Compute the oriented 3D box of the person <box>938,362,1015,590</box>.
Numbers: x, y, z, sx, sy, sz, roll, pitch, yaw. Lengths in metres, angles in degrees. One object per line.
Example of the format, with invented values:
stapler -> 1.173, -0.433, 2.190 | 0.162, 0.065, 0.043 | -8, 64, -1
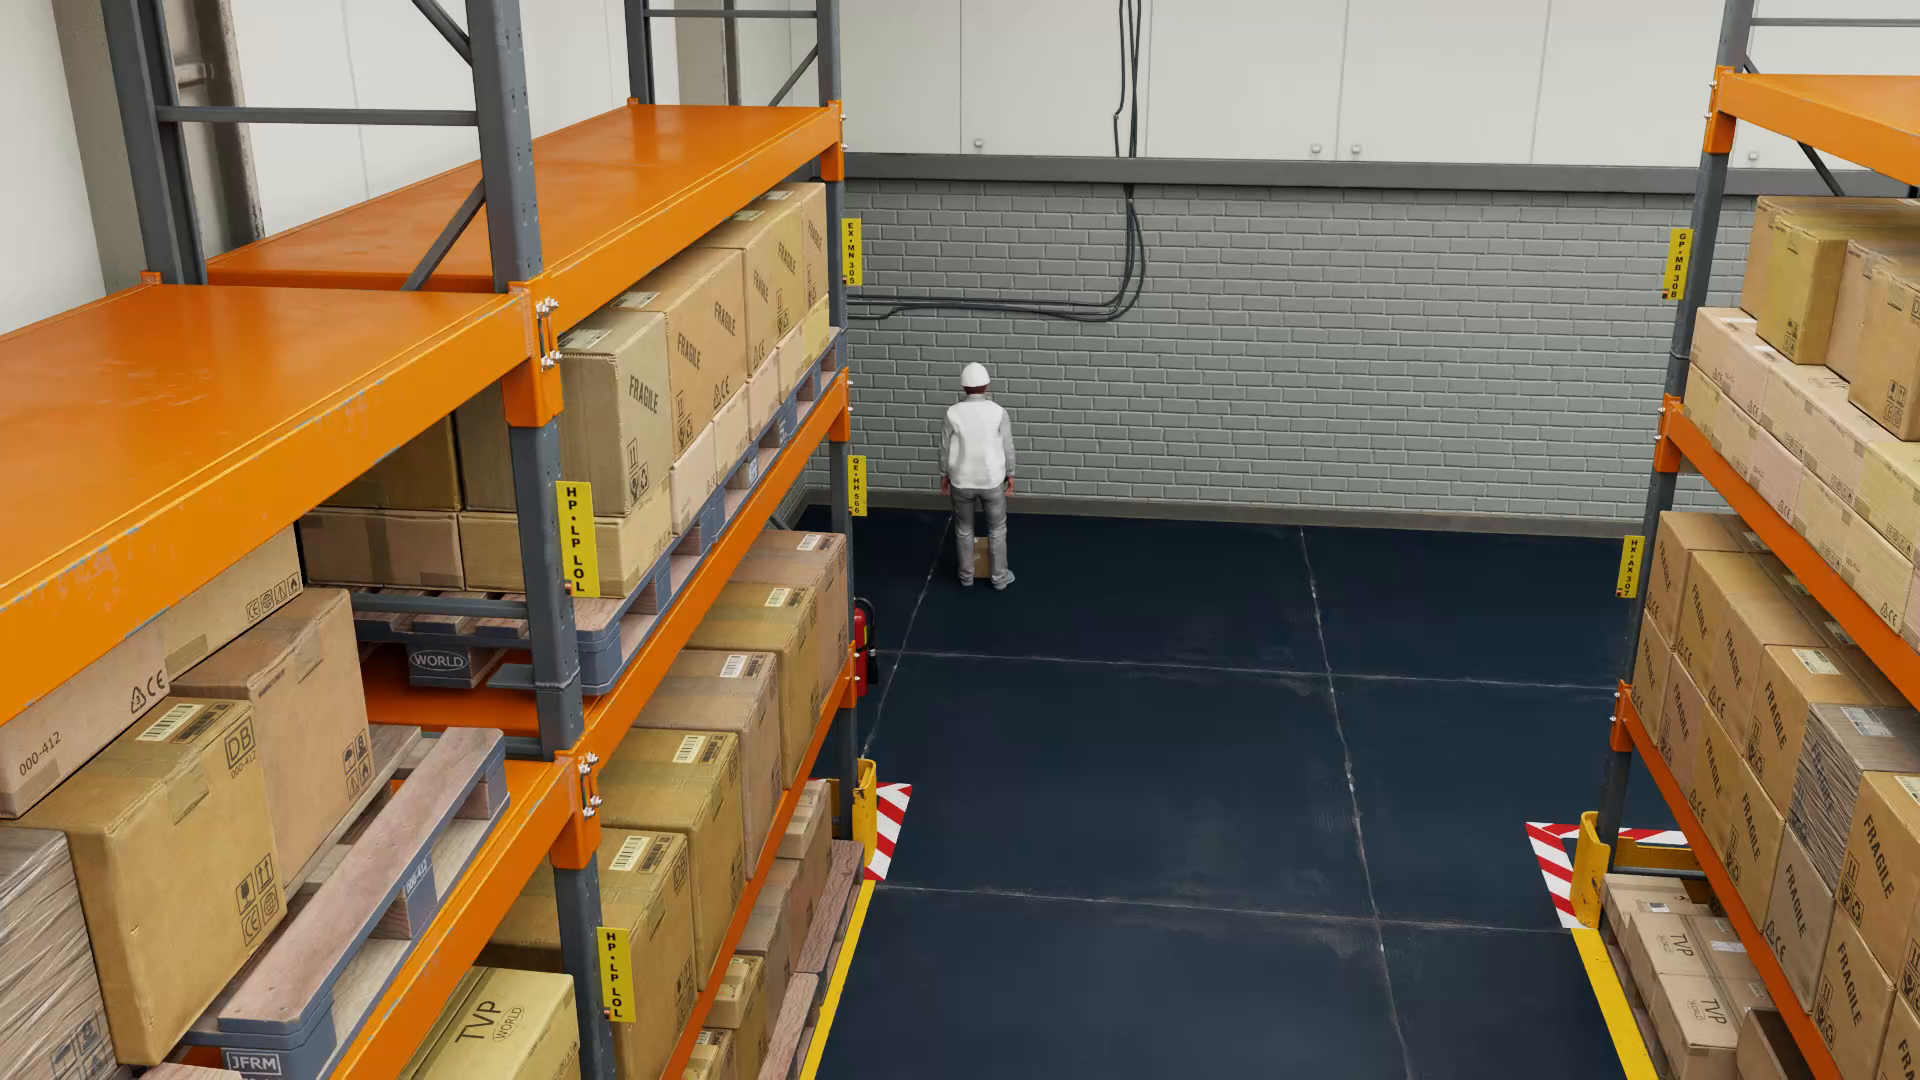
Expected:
person -> 0.132, -0.481, 12.725 | 0.593, 1.771, 0.474 | 1, 21, 3
